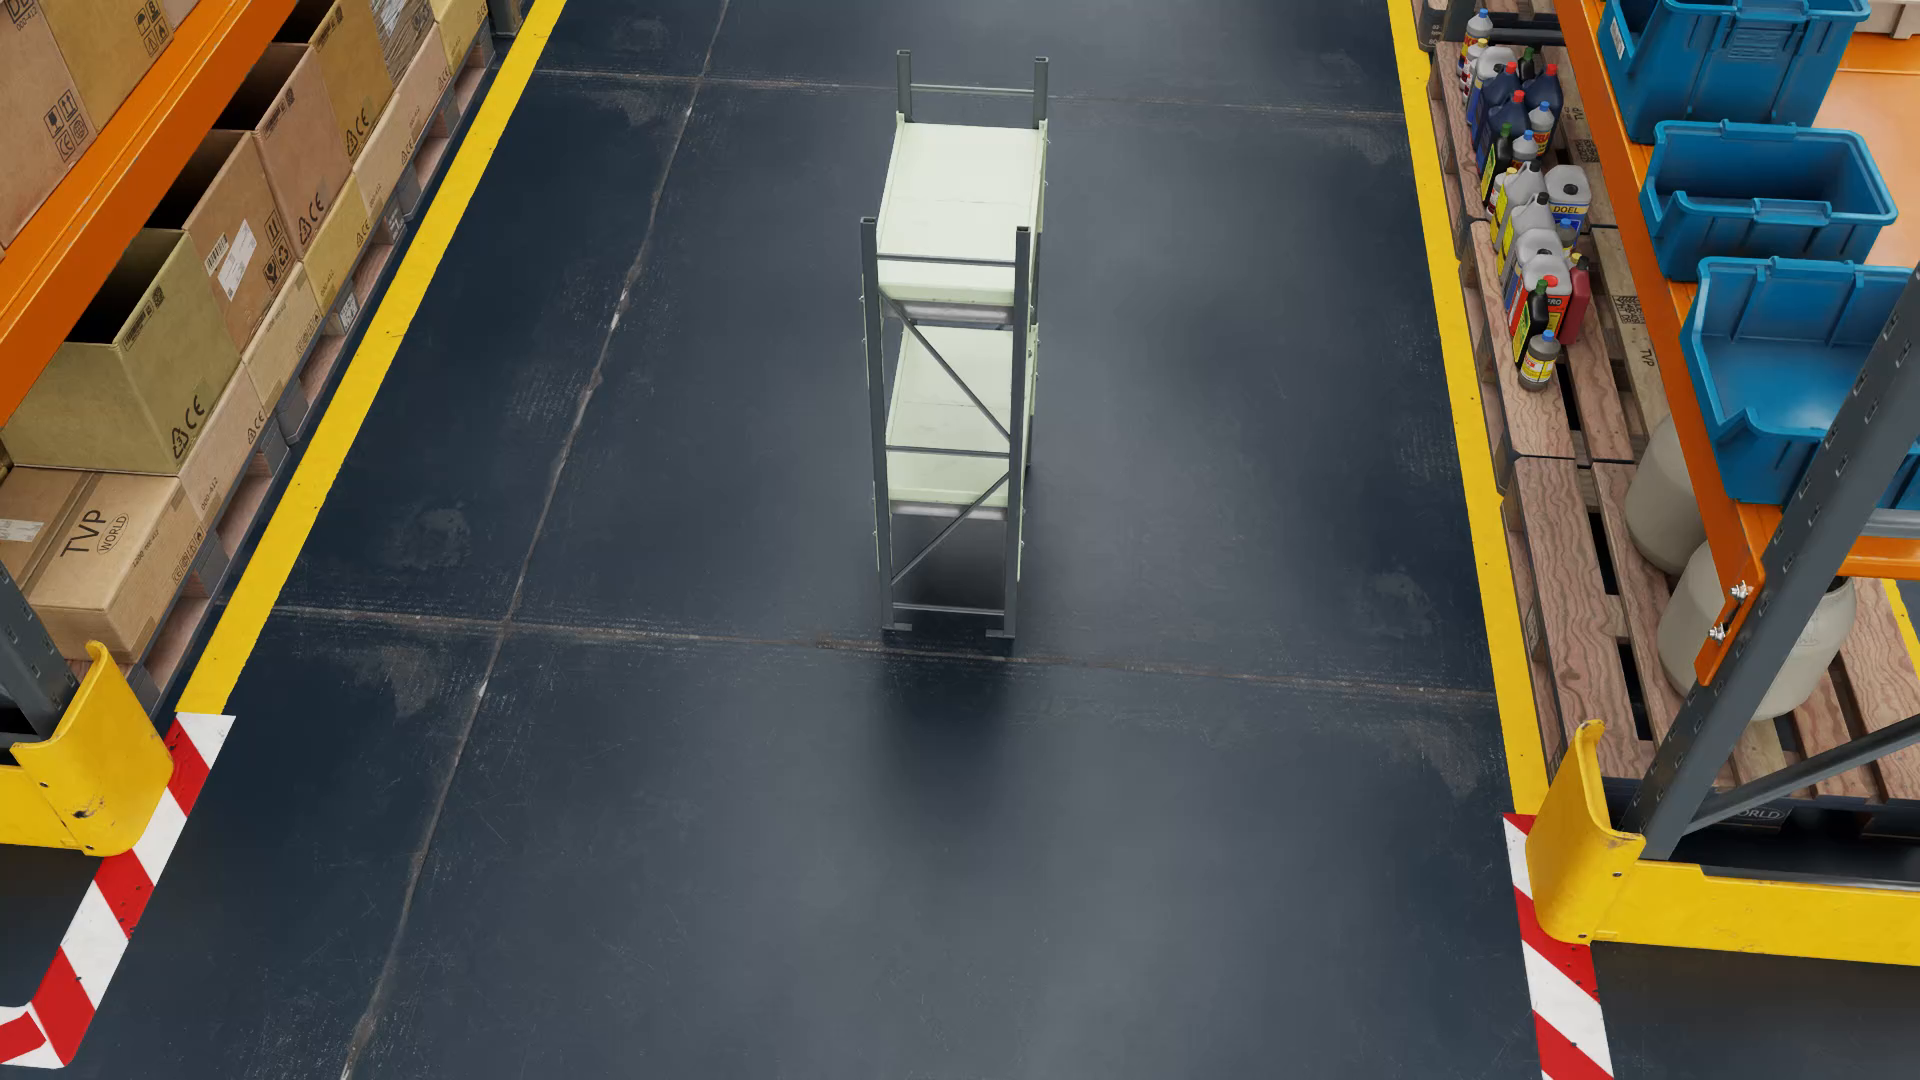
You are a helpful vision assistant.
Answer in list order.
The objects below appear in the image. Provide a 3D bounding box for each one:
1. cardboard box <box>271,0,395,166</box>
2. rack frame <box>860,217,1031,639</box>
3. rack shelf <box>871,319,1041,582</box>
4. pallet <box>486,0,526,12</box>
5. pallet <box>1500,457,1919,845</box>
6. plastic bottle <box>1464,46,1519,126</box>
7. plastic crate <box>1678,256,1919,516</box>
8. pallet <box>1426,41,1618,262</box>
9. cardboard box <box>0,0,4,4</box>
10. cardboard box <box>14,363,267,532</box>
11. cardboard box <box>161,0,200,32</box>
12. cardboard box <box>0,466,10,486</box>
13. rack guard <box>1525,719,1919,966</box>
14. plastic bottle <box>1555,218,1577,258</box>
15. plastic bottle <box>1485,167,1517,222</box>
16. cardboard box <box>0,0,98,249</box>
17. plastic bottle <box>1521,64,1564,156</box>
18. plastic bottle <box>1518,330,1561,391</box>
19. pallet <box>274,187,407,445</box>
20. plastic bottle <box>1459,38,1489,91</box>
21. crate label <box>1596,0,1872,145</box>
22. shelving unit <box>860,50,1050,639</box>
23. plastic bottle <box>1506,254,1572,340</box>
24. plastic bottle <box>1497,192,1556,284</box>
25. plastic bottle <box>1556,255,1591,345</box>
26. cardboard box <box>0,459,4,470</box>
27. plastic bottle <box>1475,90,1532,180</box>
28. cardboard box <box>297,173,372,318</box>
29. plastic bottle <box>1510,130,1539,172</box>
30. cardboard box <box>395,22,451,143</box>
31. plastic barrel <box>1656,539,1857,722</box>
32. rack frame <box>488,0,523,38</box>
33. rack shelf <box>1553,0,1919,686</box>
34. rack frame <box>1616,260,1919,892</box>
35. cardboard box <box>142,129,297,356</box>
[{"bbox_3d":[-2.353,-1.657,5.804,0.500,0.500,0.500,4,48,4],"label":"cardboard box"},{"bbox_3d":[-0.034,-0.232,4.446,0.400,1.500,0.023,4,48,4],"label":"rack frame"},{"bbox_3d":[-0.001,-0.281,4.933,0.431,0.370,0.720,4,48,4],"label":"rack shelf"},{"bbox_3d":[-2.401,-2.883,7.744,1.003,0.211,1.213,4,48,4],"label":"pallet"},{"bbox_3d":[2.178,0.280,4.850,1.003,0.211,1.213,4,48,4],"label":"pallet"},{"bbox_3d":[2.036,-1.729,6.347,0.152,0.276,0.135,5,48,5],"label":"plastic bottle"},{"bbox_3d":[1.886,-0.343,3.631,0.499,0.251,0.616,4,48,4],"label":"plastic crate"},{"bbox_3d":[2.401,-1.513,6.490,1.003,0.211,1.213,4,48,4],"label":"pallet"},{"bbox_3d":[-2.473,-1.430,4.018,0.380,0.149,0.250,3,48,3],"label":"cardboard box"},{"bbox_3d":[-2.481,-0.301,5.072,0.500,0.250,0.500,4,48,4],"label":"cardboard box"},{"bbox_3d":[-2.600,-1.855,4.846,0.700,0.500,0.500,5,48,5],"label":"cardboard box"},{"bbox_3d":[-3.039,0.031,4.767,0.500,0.250,0.500,4,48,4],"label":"cardboard box"},{"bbox_3d":[2.099,0.780,4.198,1.175,0.500,0.348,4,48,4],"label":"rack guard"},{"bbox_3d":[2.068,-1.019,5.748,0.097,0.201,0.097,0,48,0],"label":"plastic bottle"},{"bbox_3d":[1.950,-1.238,5.948,0.097,0.201,0.097,0,48,0],"label":"plastic bottle"},{"bbox_3d":[-2.695,-1.103,4.158,0.700,0.500,0.500,5,48,5],"label":"cardboard box"},{"bbox_3d":[2.160,-1.624,6.199,0.144,0.351,0.185,4,48,4],"label":"plastic bottle"},{"bbox_3d":[1.870,-0.588,5.353,0.097,0.201,0.097,0,48,0],"label":"plastic bottle"},{"bbox_3d":[-2.652,-0.859,5.892,1.003,0.211,1.213,4,48,4],"label":"pallet"},{"bbox_3d":[2.028,-1.869,6.525,0.097,0.201,0.097,0,48,0],"label":"plastic bottle"},{"bbox_3d":[2.037,-1.388,4.462,0.502,0.435,0.616,4,48,4],"label":"crate label"},{"bbox_3d":[-0.001,-0.501,4.692,0.431,1.500,0.755,4,48,4],"label":"shelving unit"},{"bbox_3d":[1.920,-0.797,5.494,0.152,0.276,0.135,4,48,4],"label":"plastic bottle"},{"bbox_3d":[1.944,-1.046,5.671,0.144,0.351,0.185,6,48,5],"label":"plastic bottle"},{"bbox_3d":[2.026,-0.792,5.485,0.061,0.283,0.133,4,48,4],"label":"plastic bottle"},{"bbox_3d":[-3.041,-0.222,4.491,0.500,0.500,0.500,4,48,4],"label":"cardboard box"},{"bbox_3d":[1.999,-1.495,6.081,0.144,0.351,0.185,2,48,2],"label":"plastic bottle"},{"bbox_3d":[-2.385,-1.036,5.743,0.500,0.250,0.500,4,48,4],"label":"cardboard box"},{"bbox_3d":[2.023,-1.357,6.010,0.097,0.271,0.097,0,48,0],"label":"plastic bottle"},{"bbox_3d":[-2.309,-1.772,6.416,0.500,0.250,0.500,4,48,4],"label":"cardboard box"},{"bbox_3d":[2.123,0.204,4.432,0.421,0.512,0.421,0,48,0],"label":"plastic barrel"},{"bbox_3d":[-2.429,-3.280,6.217,1.000,3.000,0.127,4,48,4],"label":"rack frame"},{"bbox_3d":[2.321,-1.232,4.831,1.077,0.370,4.000,4,48,4],"label":"rack shelf"},{"bbox_3d":[2.139,-0.005,3.222,1.000,3.000,0.127,4,48,4],"label":"rack frame"},{"bbox_3d":[-2.447,-0.923,5.132,0.500,0.500,0.500,4,48,4],"label":"cardboard box"}]
